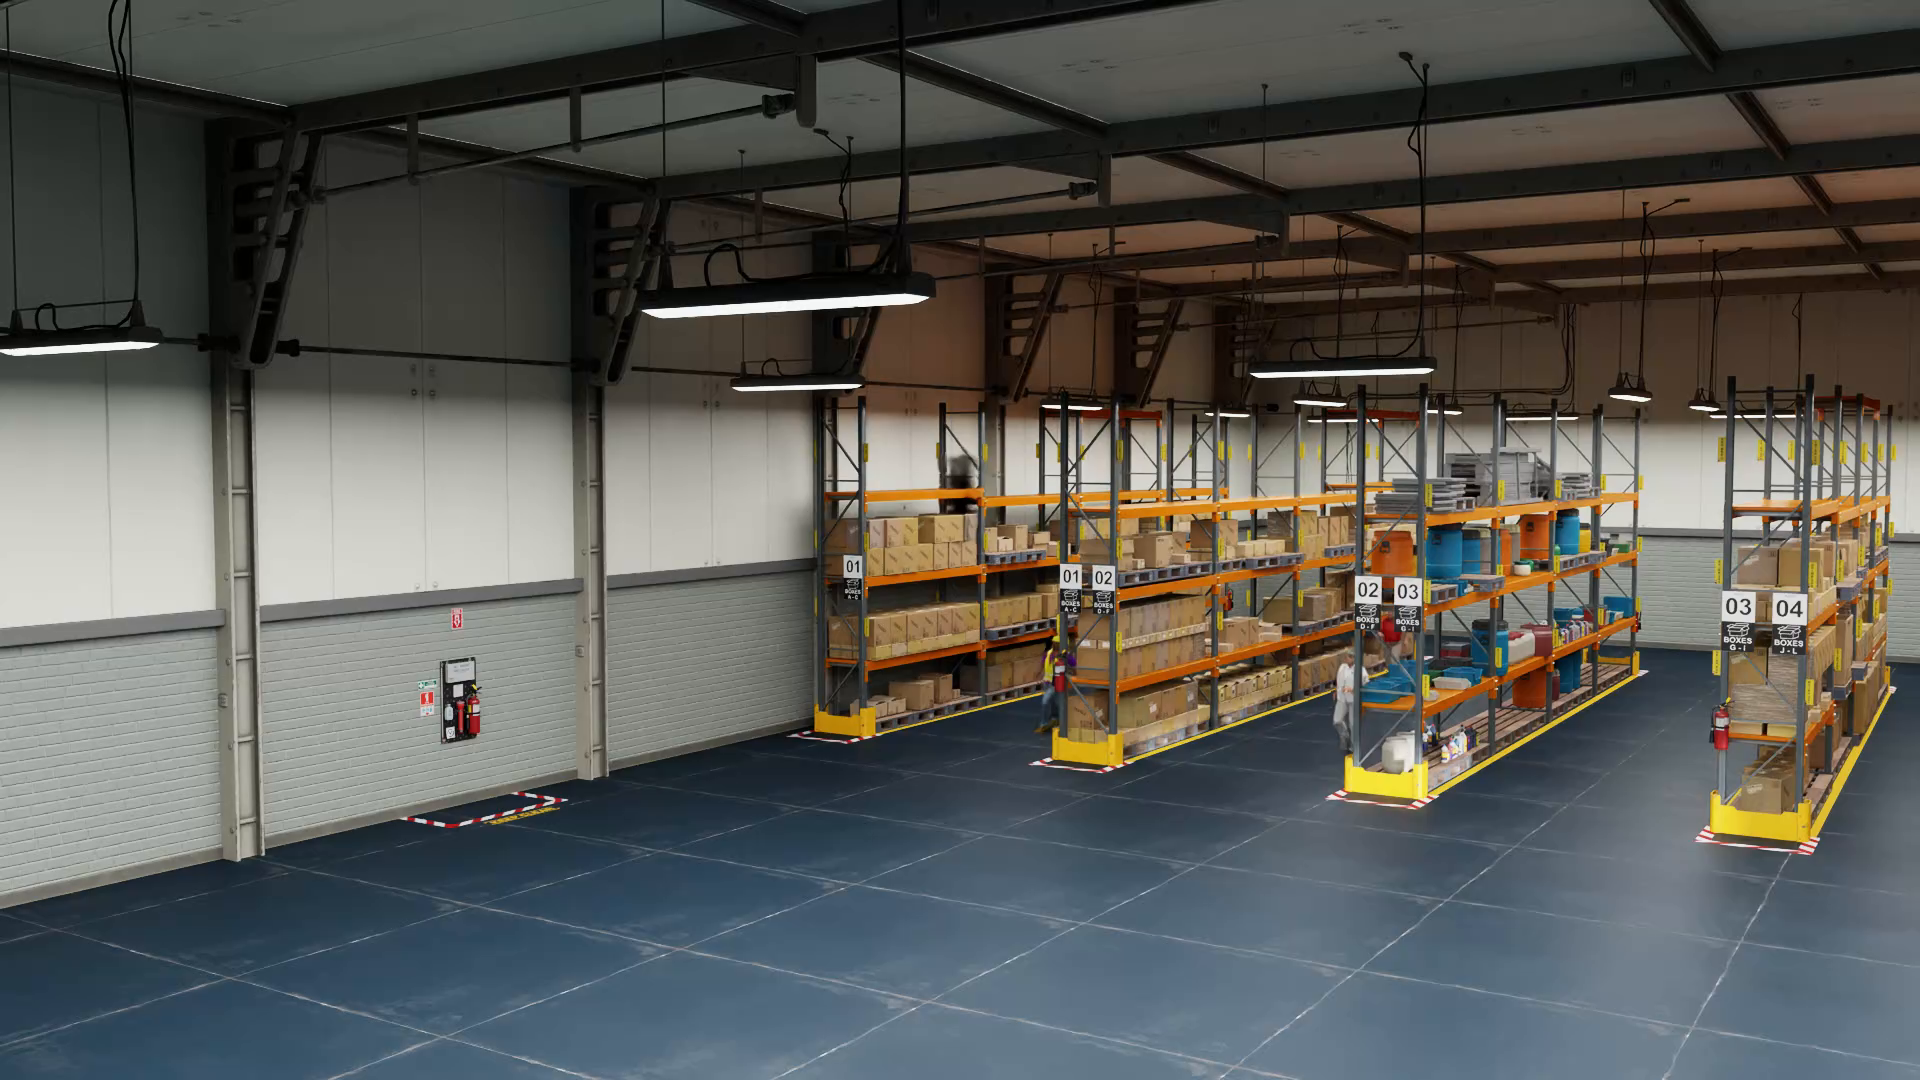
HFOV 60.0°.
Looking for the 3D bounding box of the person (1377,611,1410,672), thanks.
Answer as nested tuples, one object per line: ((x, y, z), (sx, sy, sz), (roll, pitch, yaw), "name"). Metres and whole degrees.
((9.154, 2.305, 35.234), (0.640, 1.769, 0.829), (2, 4, 34), "person")

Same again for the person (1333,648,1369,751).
((6.477, 2.665, 27.685), (0.631, 1.754, 0.660), (2, 4, 34), "person")

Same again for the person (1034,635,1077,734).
((1.690, 2.579, 29.687), (0.758, 1.790, 0.769), (-3, 4, -41), "person")
